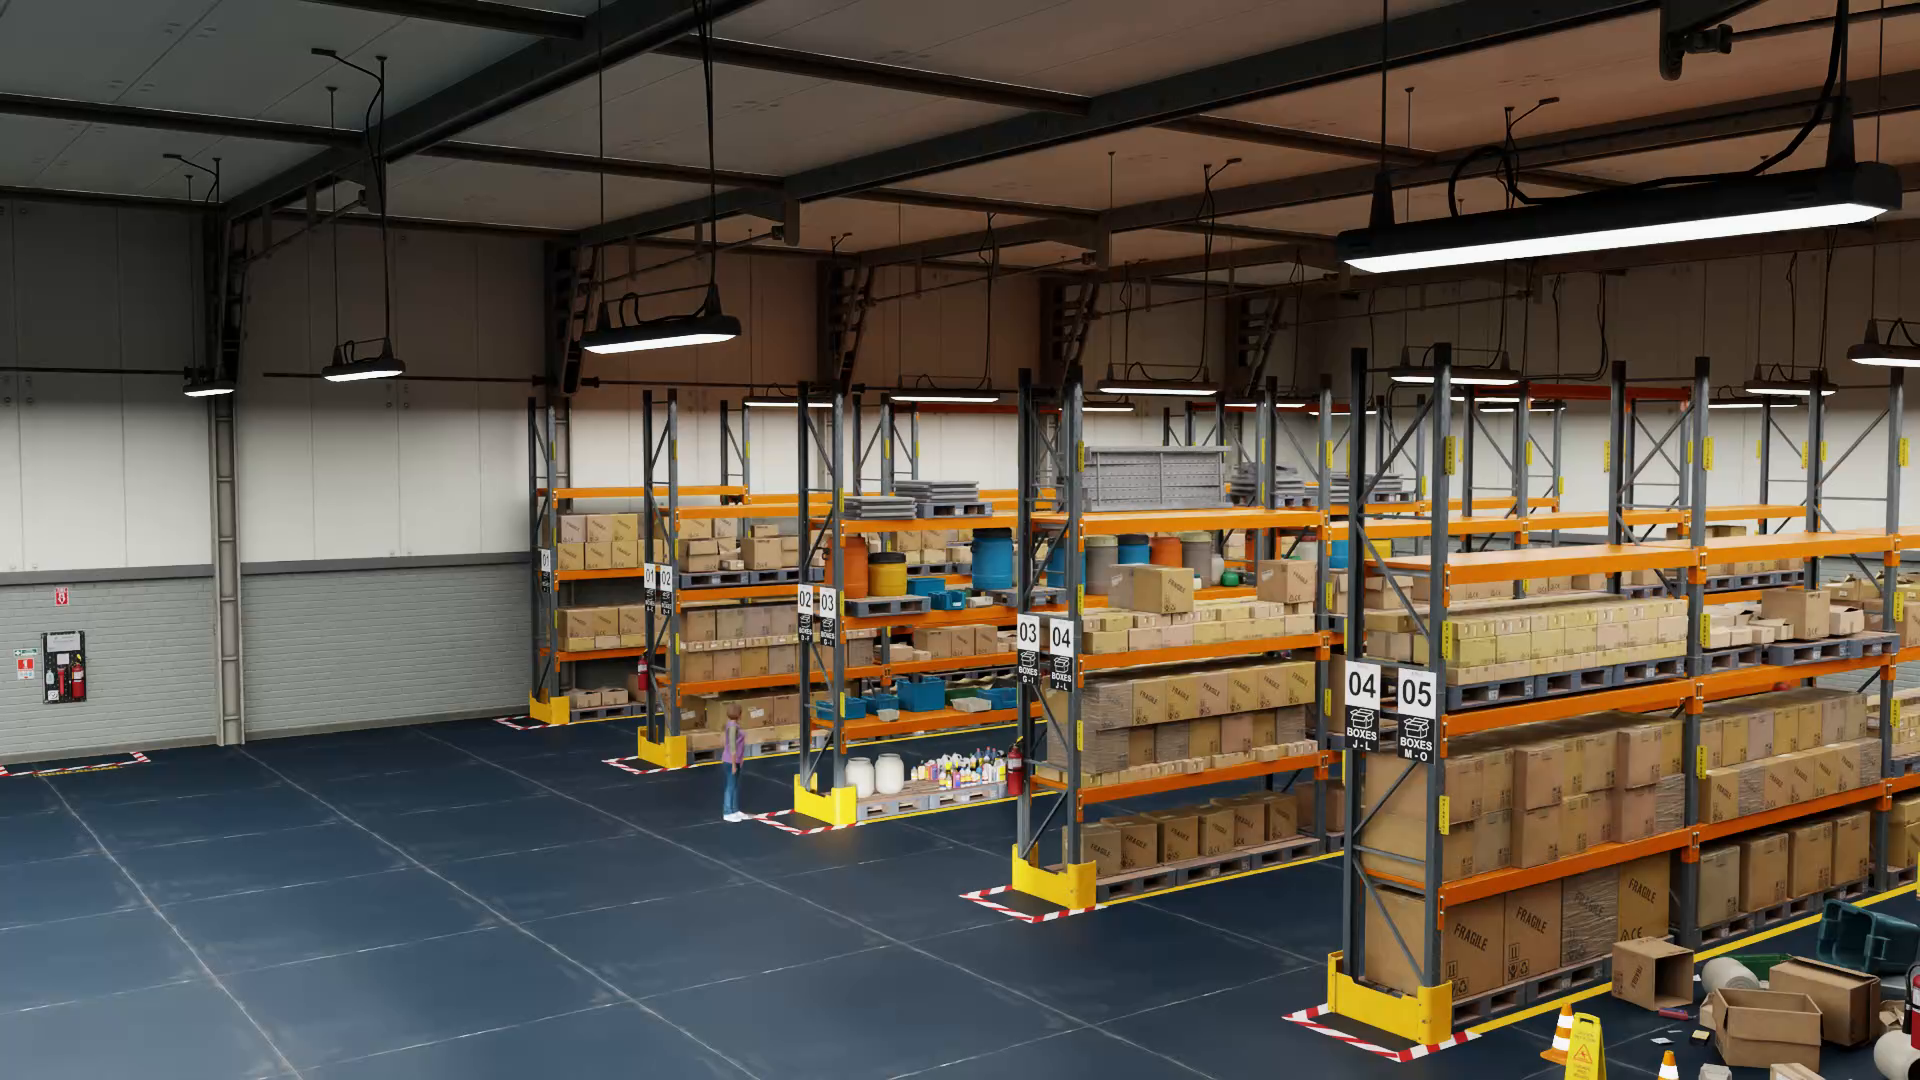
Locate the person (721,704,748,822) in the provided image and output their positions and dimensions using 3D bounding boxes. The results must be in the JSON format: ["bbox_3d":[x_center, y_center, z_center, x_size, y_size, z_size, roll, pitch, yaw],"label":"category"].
[{"bbox_3d":[-3.068,3.022,22.608,0.352,1.607,0.427,0,3,-4],"label":"person"}]

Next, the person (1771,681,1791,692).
[{"bbox_3d":[12.516,2.840,25.344,0.995,1.716,0.487,-2,4,-36],"label":"person"}]
